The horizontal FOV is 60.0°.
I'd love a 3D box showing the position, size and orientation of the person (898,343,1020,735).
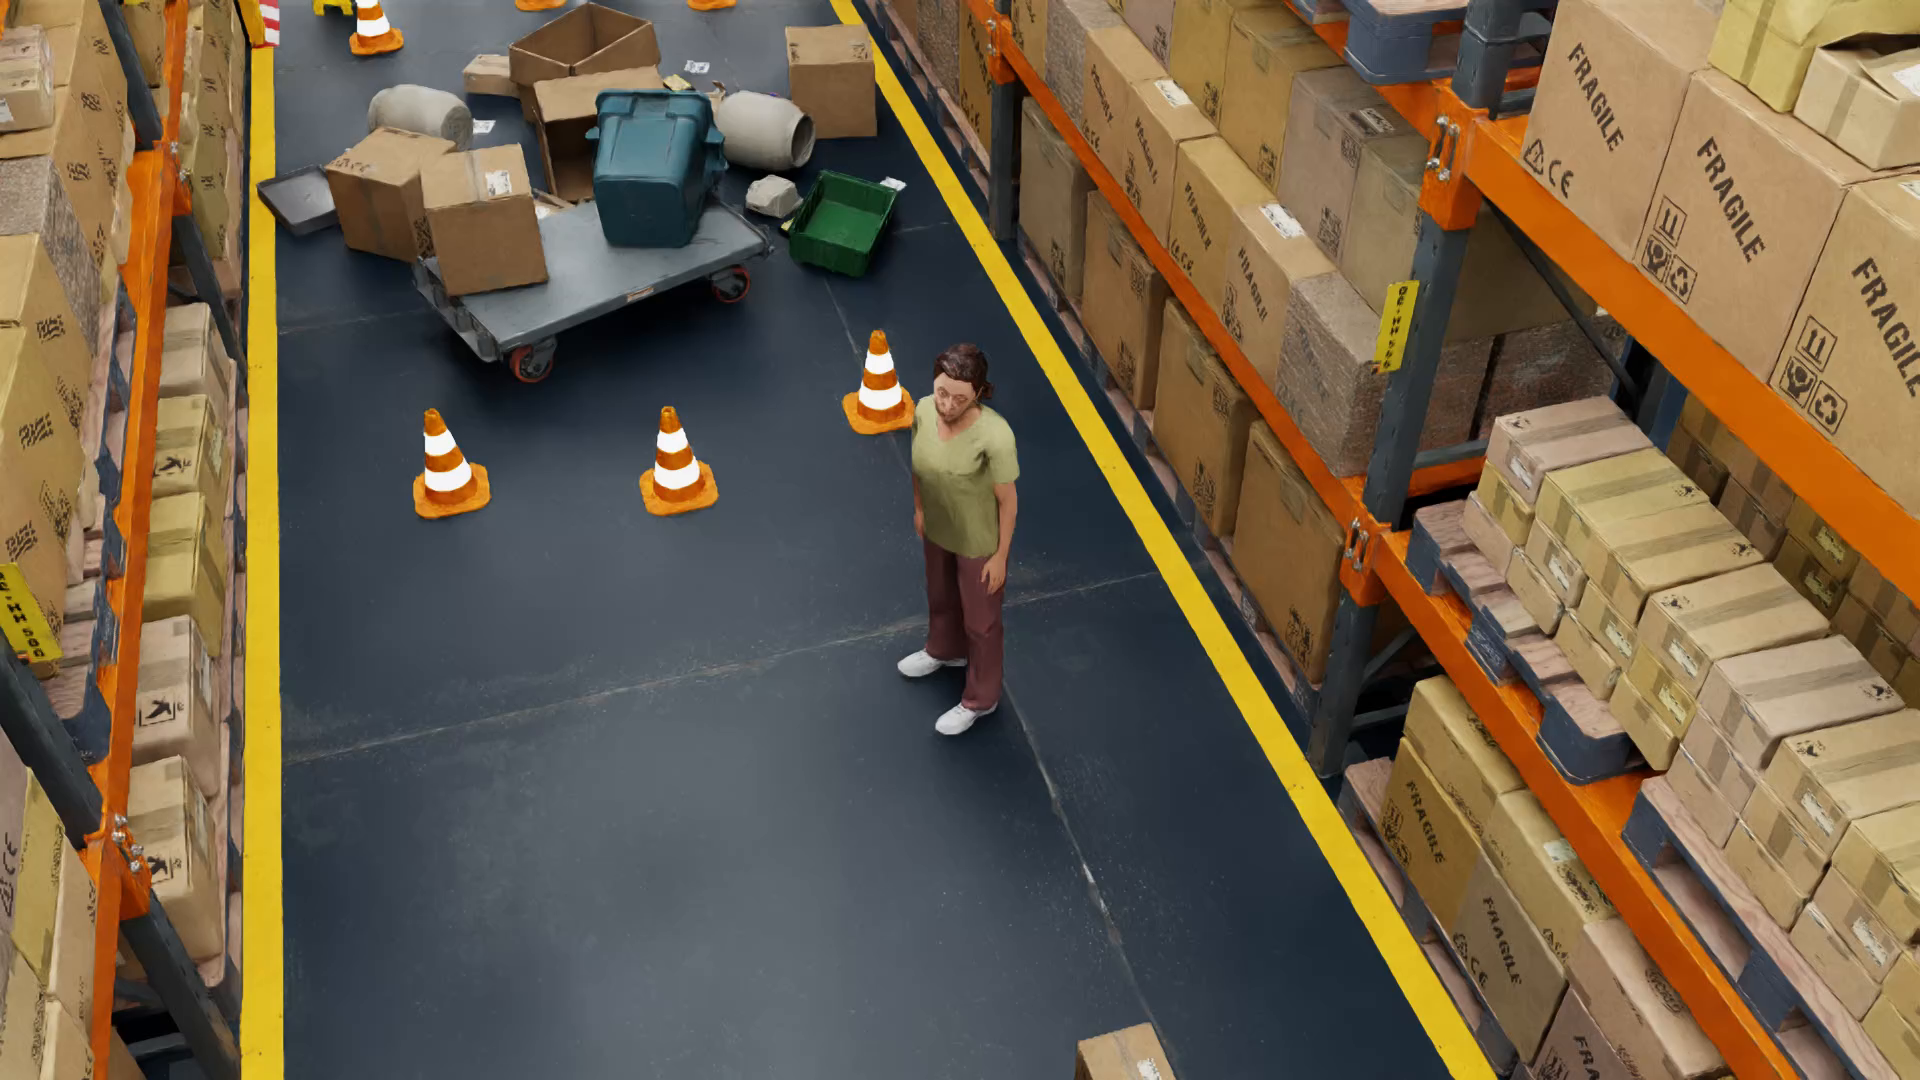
[{"bbox_3d":[-0.037,0.005,6.121,0.517,1.672,0.433,30,50,29],"label":"person"}]
